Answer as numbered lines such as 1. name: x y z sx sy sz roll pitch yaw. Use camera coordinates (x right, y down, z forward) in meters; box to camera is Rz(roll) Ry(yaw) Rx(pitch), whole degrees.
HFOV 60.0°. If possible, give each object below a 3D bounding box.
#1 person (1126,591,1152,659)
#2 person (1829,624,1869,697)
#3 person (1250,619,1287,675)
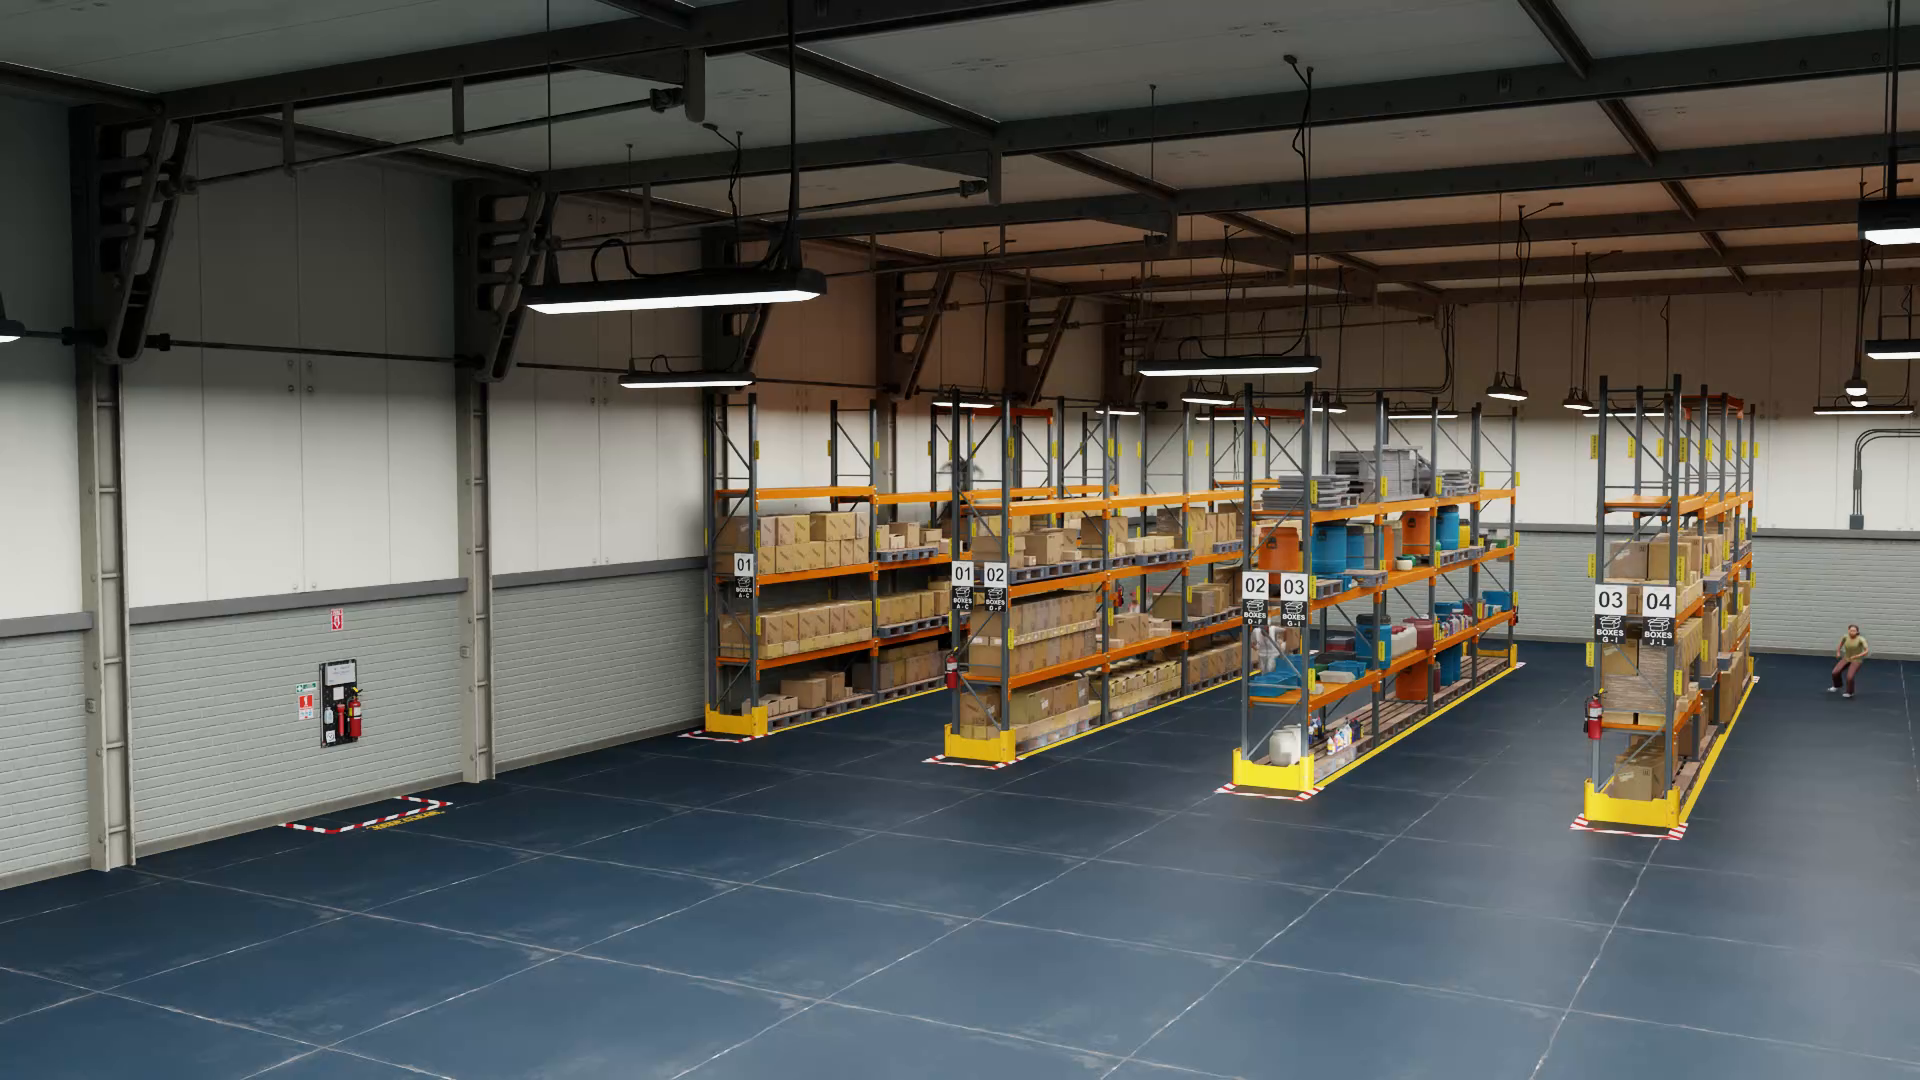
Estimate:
1. person: 4.104 2.050 38.589 0.686 1.735 0.655 2 4 36
2. person: 17.993 2.430 33.657 0.557 1.514 0.807 -2 4 -38
3. person: 6.205 2.381 33.480 0.733 1.725 1.017 1 3 18
